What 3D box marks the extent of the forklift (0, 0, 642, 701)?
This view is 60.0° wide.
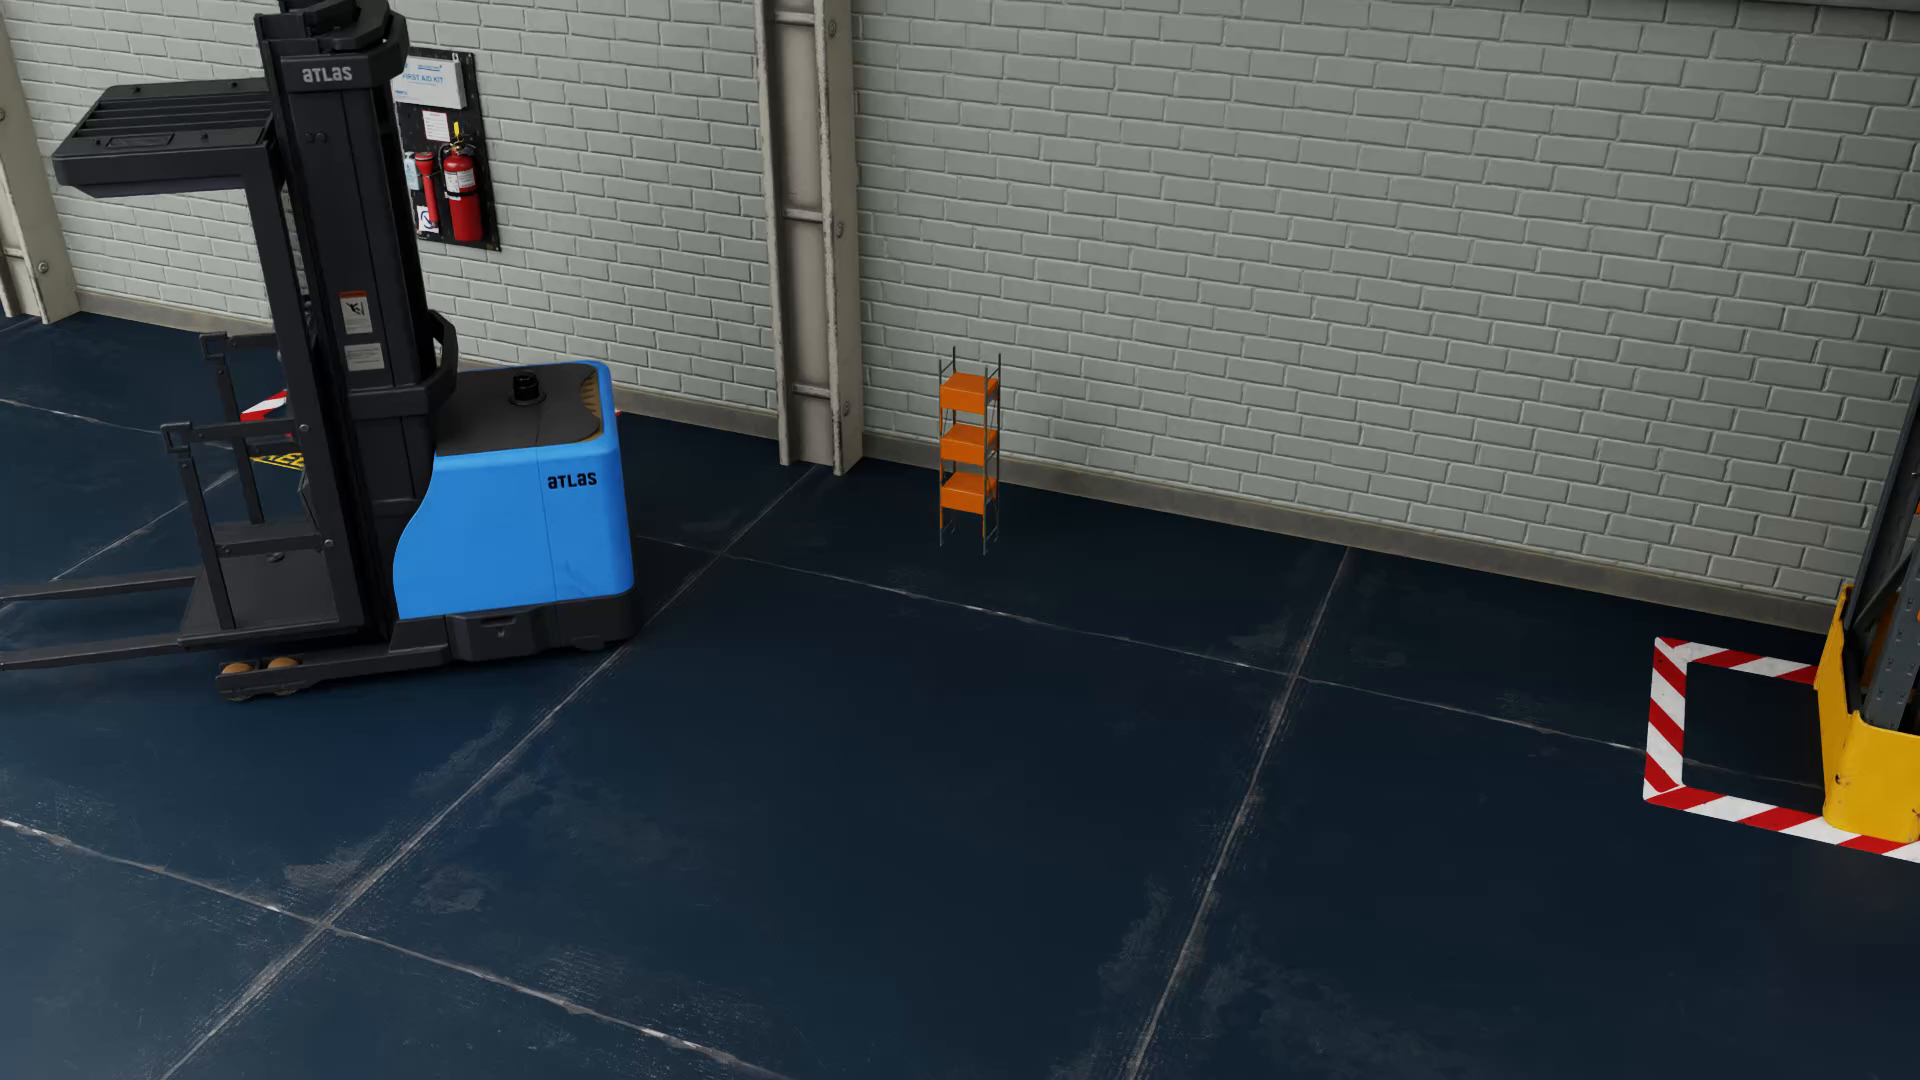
[{"bbox_3d":[-3.079,-0.840,7.258,3.031,2.935,1.130,-7,30,-11],"label":"forklift"}]

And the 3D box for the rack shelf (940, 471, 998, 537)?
[{"bbox_3d":[0.050,-0.196,8.616,0.240,0.259,0.215,11,31,19],"label":"rack shelf"}]

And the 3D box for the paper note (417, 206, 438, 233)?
[{"bbox_3d":[-3.205,-1.930,10.011,0.142,0.148,0.016,11,31,19],"label":"paper note"}]

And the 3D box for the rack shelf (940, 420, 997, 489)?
[{"bbox_3d":[0.050,-0.438,8.479,0.240,0.259,0.215,11,31,19],"label":"rack shelf"}]

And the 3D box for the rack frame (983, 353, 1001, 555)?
[{"bbox_3d":[0.163,-0.425,8.434,0.008,1.050,0.200,11,31,19],"label":"rack frame"}]

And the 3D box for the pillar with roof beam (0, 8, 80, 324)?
[{"bbox_3d":[-7.969,-3.533,5.856,0.400,9.000,9.100,11,31,19],"label":"pillar with roof beam"}]

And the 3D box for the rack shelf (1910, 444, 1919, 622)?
[{"bbox_3d":[5.648,0.283,5.931,4.000,0.370,1.077,11,31,19],"label":"rack shelf"}]

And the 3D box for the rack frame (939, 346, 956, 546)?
[{"bbox_3d":[-0.063,-0.470,8.514,0.008,1.050,0.200,11,31,19],"label":"rack frame"}]

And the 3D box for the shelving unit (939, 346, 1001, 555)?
[{"bbox_3d":[0.050,-0.447,8.474,0.252,1.050,0.215,11,31,19],"label":"shelving unit"}]

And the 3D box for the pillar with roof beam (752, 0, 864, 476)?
[{"bbox_3d":[-2.410,-2.423,3.892,0.400,9.000,9.100,11,31,19],"label":"pillar with roof beam"}]

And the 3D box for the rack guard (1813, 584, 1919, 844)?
[{"bbox_3d":[3.865,0.703,6.999,0.348,0.500,1.175,11,31,19],"label":"rack guard"}]

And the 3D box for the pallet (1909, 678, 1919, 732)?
[{"bbox_3d":[4.605,0.995,6.776,1.213,0.211,1.003,11,31,19],"label":"pallet"}]

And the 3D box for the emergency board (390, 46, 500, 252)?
[{"bbox_3d":[-3.067,-2.249,9.681,0.643,1.169,0.194,11,31,19],"label":"emergency board"}]

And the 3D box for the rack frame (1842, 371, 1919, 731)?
[{"bbox_3d":[3.795,-0.400,6.409,0.127,3.000,1.000,11,31,19],"label":"rack frame"}]

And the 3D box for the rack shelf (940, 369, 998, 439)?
[{"bbox_3d":[0.050,-0.685,8.340,0.240,0.259,0.215,11,31,19],"label":"rack shelf"}]
